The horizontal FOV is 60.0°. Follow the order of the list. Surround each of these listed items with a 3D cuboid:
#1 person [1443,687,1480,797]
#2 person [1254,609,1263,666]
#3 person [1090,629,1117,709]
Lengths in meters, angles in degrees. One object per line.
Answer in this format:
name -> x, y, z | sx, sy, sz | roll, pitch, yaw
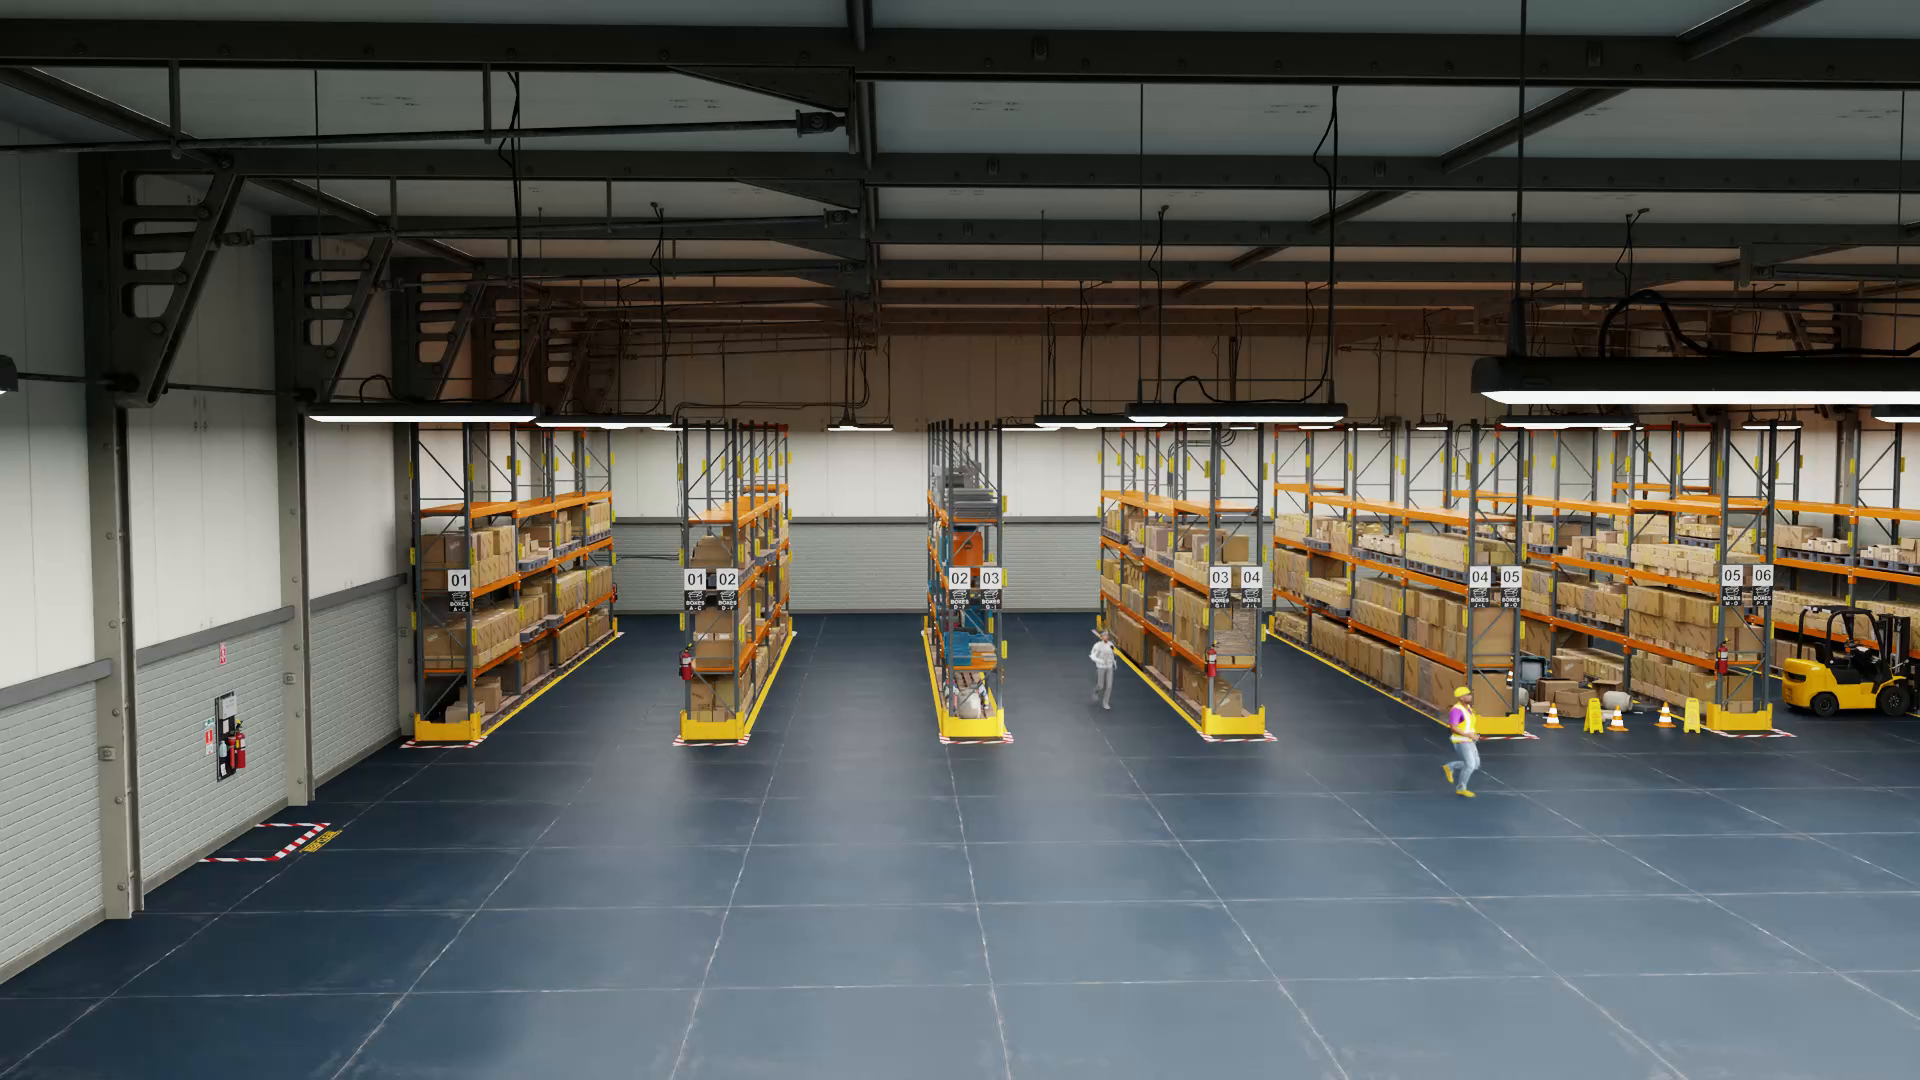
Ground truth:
person -> 7.946, 3.181, 26.364 | 0.613, 1.727, 0.736 | 2, 4, 32
person -> 7.278, 2.214, 41.408 | 0.632, 1.769, 1.095 | 0, 4, -4
person -> 3.010, 2.667, 34.723 | 0.619, 1.663, 0.684 | -1, 4, -17
